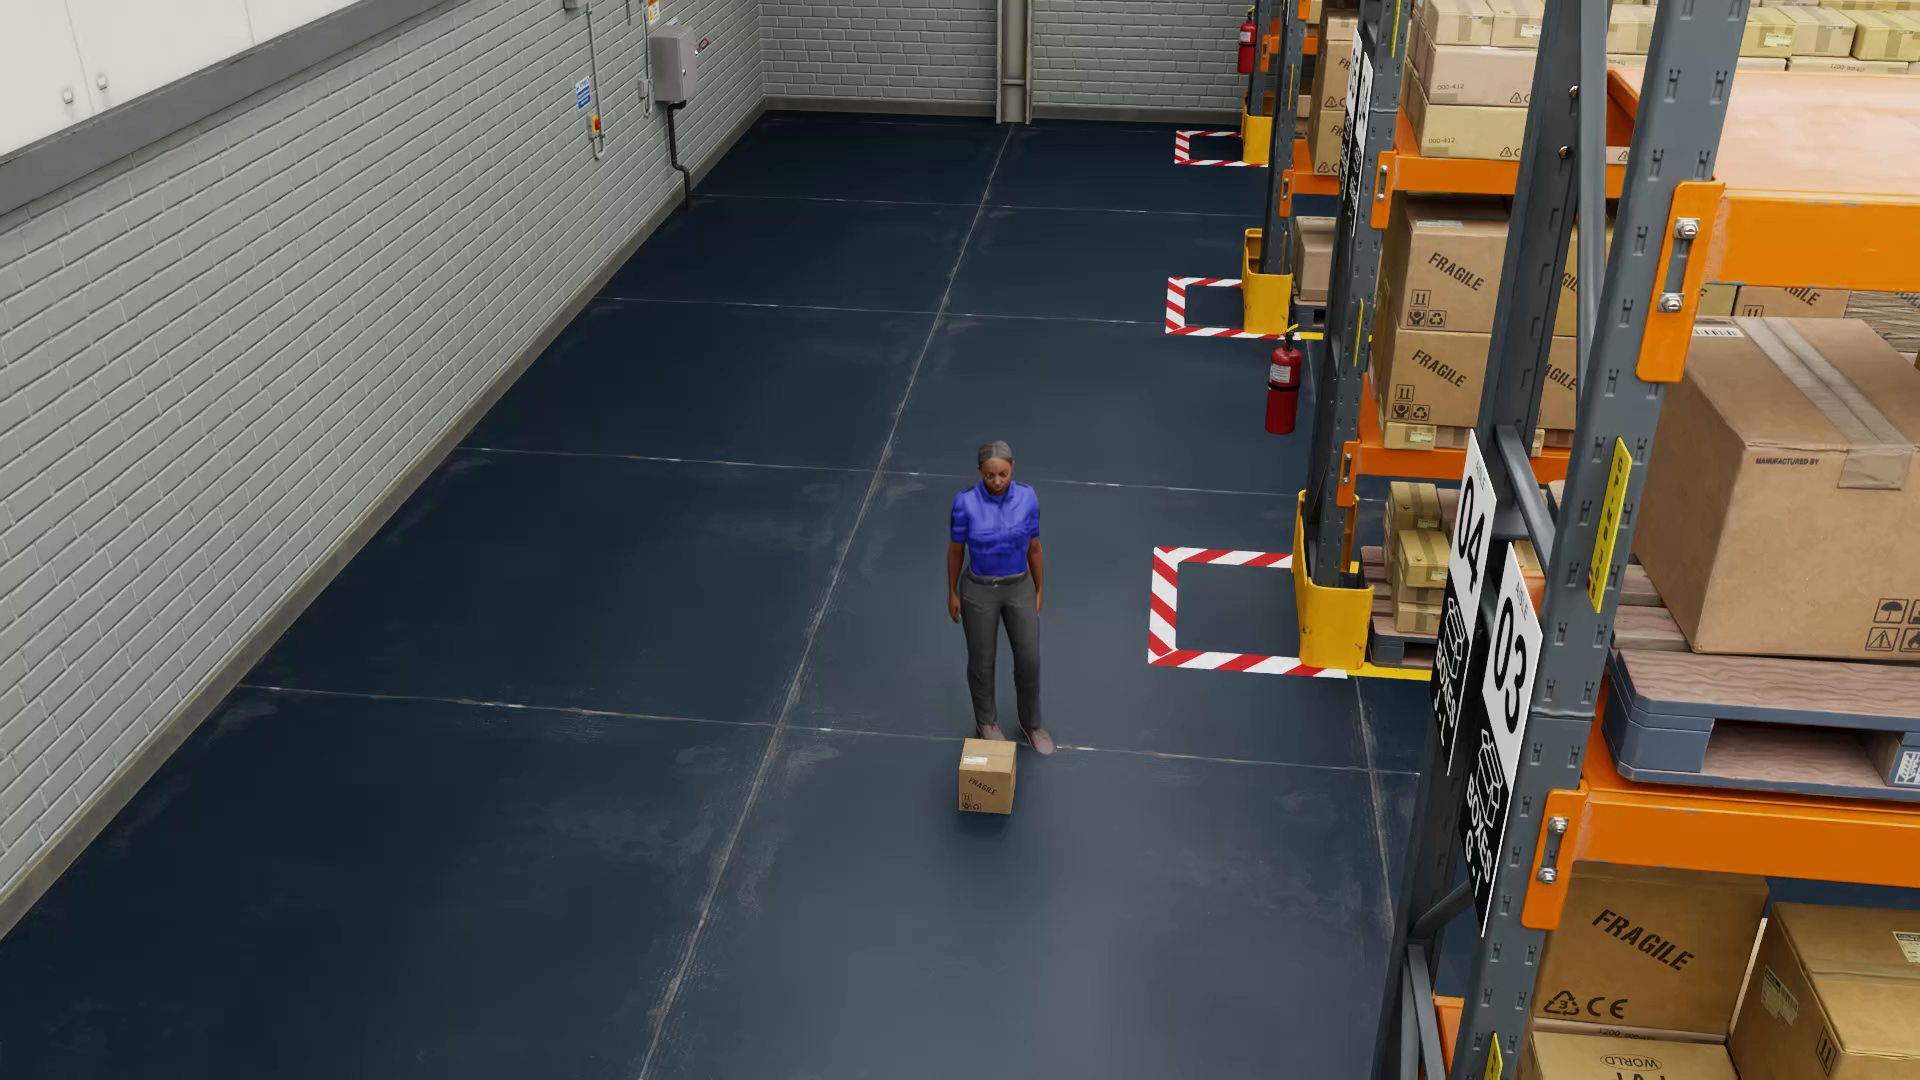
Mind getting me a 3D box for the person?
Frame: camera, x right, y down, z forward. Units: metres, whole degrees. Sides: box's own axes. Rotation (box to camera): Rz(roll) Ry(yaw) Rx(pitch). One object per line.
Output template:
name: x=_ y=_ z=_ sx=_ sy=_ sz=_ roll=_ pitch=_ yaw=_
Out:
person: x=0.211 y=0.300 z=8.101 sx=0.520 sy=1.708 sz=0.372 roll=-5 pitch=29 yaw=-8
